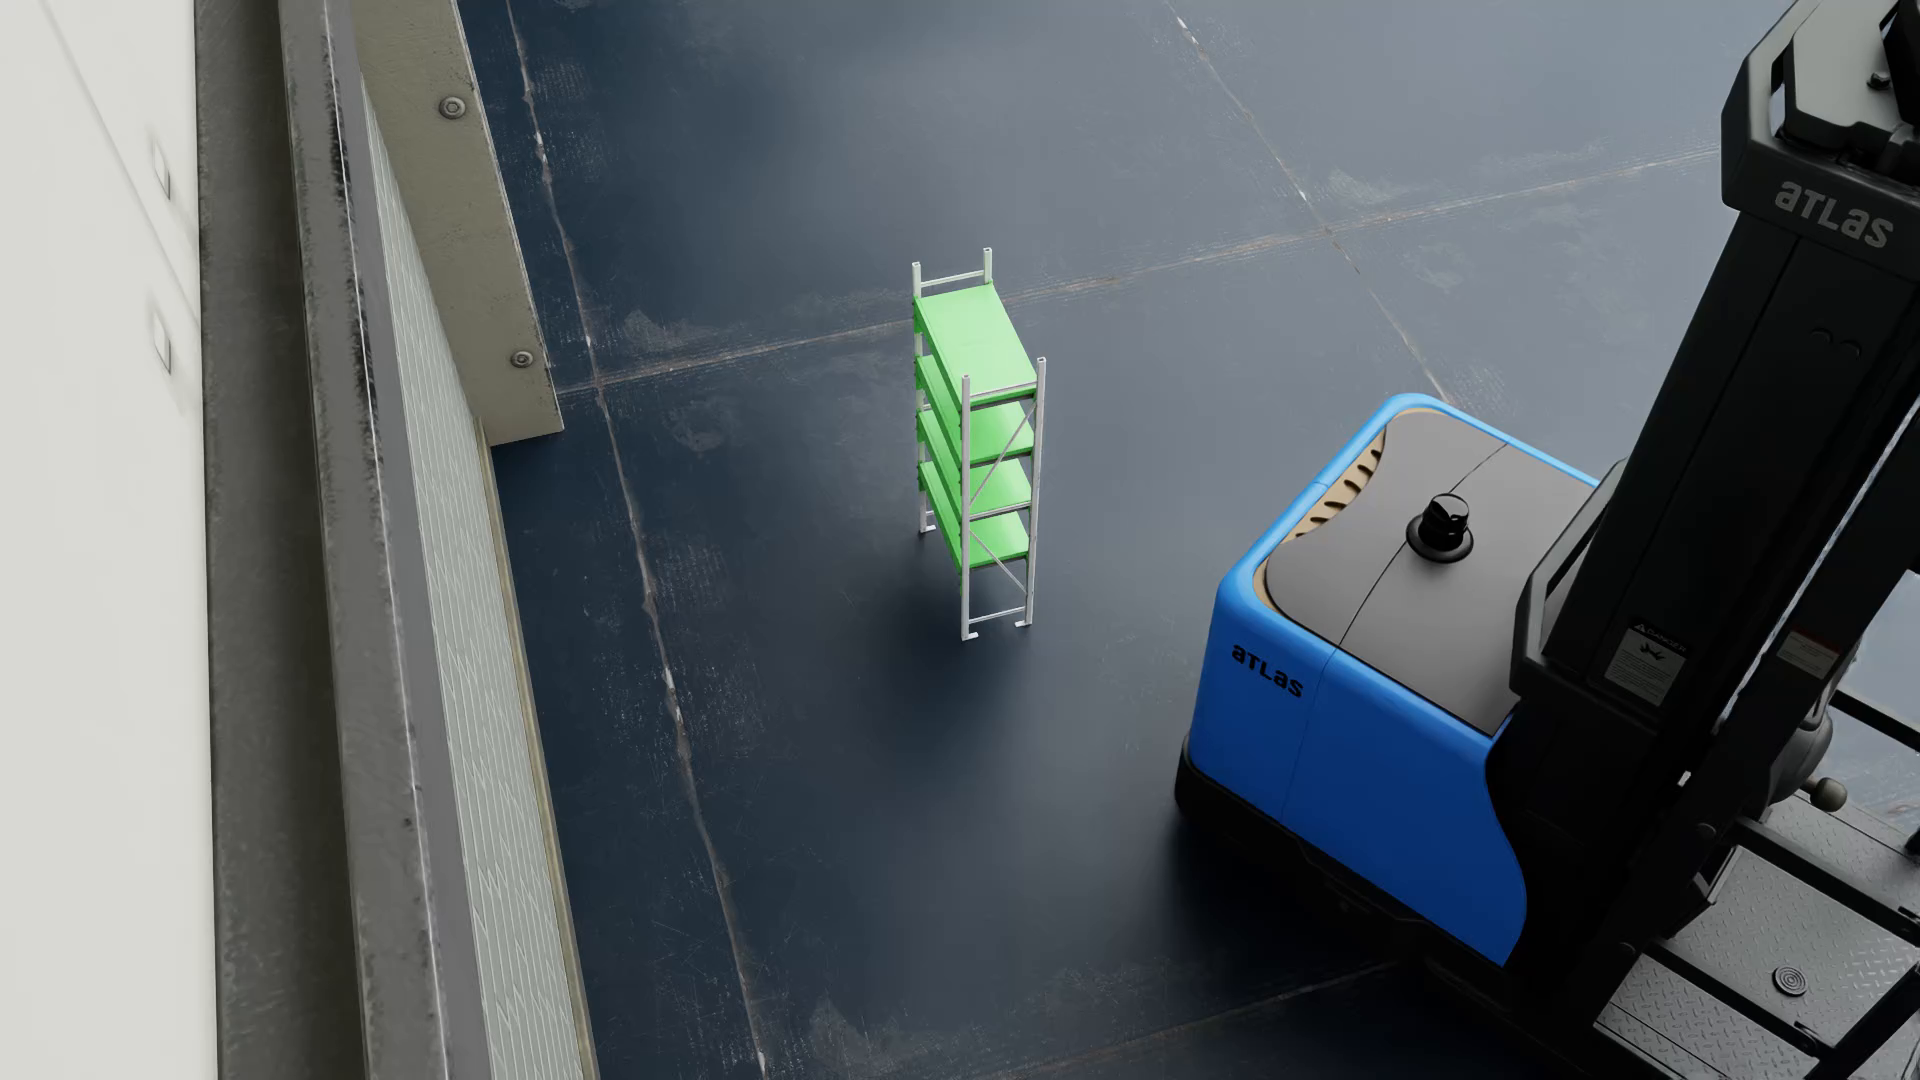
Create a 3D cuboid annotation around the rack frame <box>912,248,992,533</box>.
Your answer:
[{"bbox_3d":[-0.023,-0.444,5.340,0.240,1.200,0.015,-13,51,-11],"label":"rack frame"}]

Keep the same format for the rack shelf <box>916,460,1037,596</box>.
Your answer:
[{"bbox_3d":[0.049,-0.070,5.422,0.258,0.148,0.480,-13,51,-11],"label":"rack shelf"}]

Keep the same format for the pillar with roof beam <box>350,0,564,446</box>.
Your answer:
[{"bbox_3d":[2.458,-4.386,3.562,9.100,9.000,0.400,-13,51,-11],"label":"pillar with roof beam"}]

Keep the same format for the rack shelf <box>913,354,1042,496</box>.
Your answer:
[{"bbox_3d":[0.049,-0.379,5.055,0.258,0.148,0.480,-13,51,-11],"label":"rack shelf"}]

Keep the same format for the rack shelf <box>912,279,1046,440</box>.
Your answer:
[{"bbox_3d":[0.049,-0.534,4.871,0.258,0.148,0.480,-13,51,-11],"label":"rack shelf"}]

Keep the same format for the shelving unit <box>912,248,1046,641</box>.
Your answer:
[{"bbox_3d":[0.049,-0.266,5.189,0.258,1.200,0.503,-13,51,-11],"label":"shelving unit"}]

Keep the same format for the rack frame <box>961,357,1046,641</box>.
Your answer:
[{"bbox_3d":[0.121,-0.088,5.039,0.240,1.200,0.015,-13,51,-11],"label":"rack frame"}]

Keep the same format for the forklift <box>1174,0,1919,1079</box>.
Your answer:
[{"bbox_3d":[2.107,0.302,3.578,3.031,2.935,1.130,32,57,24],"label":"forklift"}]

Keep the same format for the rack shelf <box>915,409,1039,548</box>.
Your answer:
[{"bbox_3d":[0.049,-0.225,5.238,0.258,0.148,0.480,-13,51,-11],"label":"rack shelf"}]
